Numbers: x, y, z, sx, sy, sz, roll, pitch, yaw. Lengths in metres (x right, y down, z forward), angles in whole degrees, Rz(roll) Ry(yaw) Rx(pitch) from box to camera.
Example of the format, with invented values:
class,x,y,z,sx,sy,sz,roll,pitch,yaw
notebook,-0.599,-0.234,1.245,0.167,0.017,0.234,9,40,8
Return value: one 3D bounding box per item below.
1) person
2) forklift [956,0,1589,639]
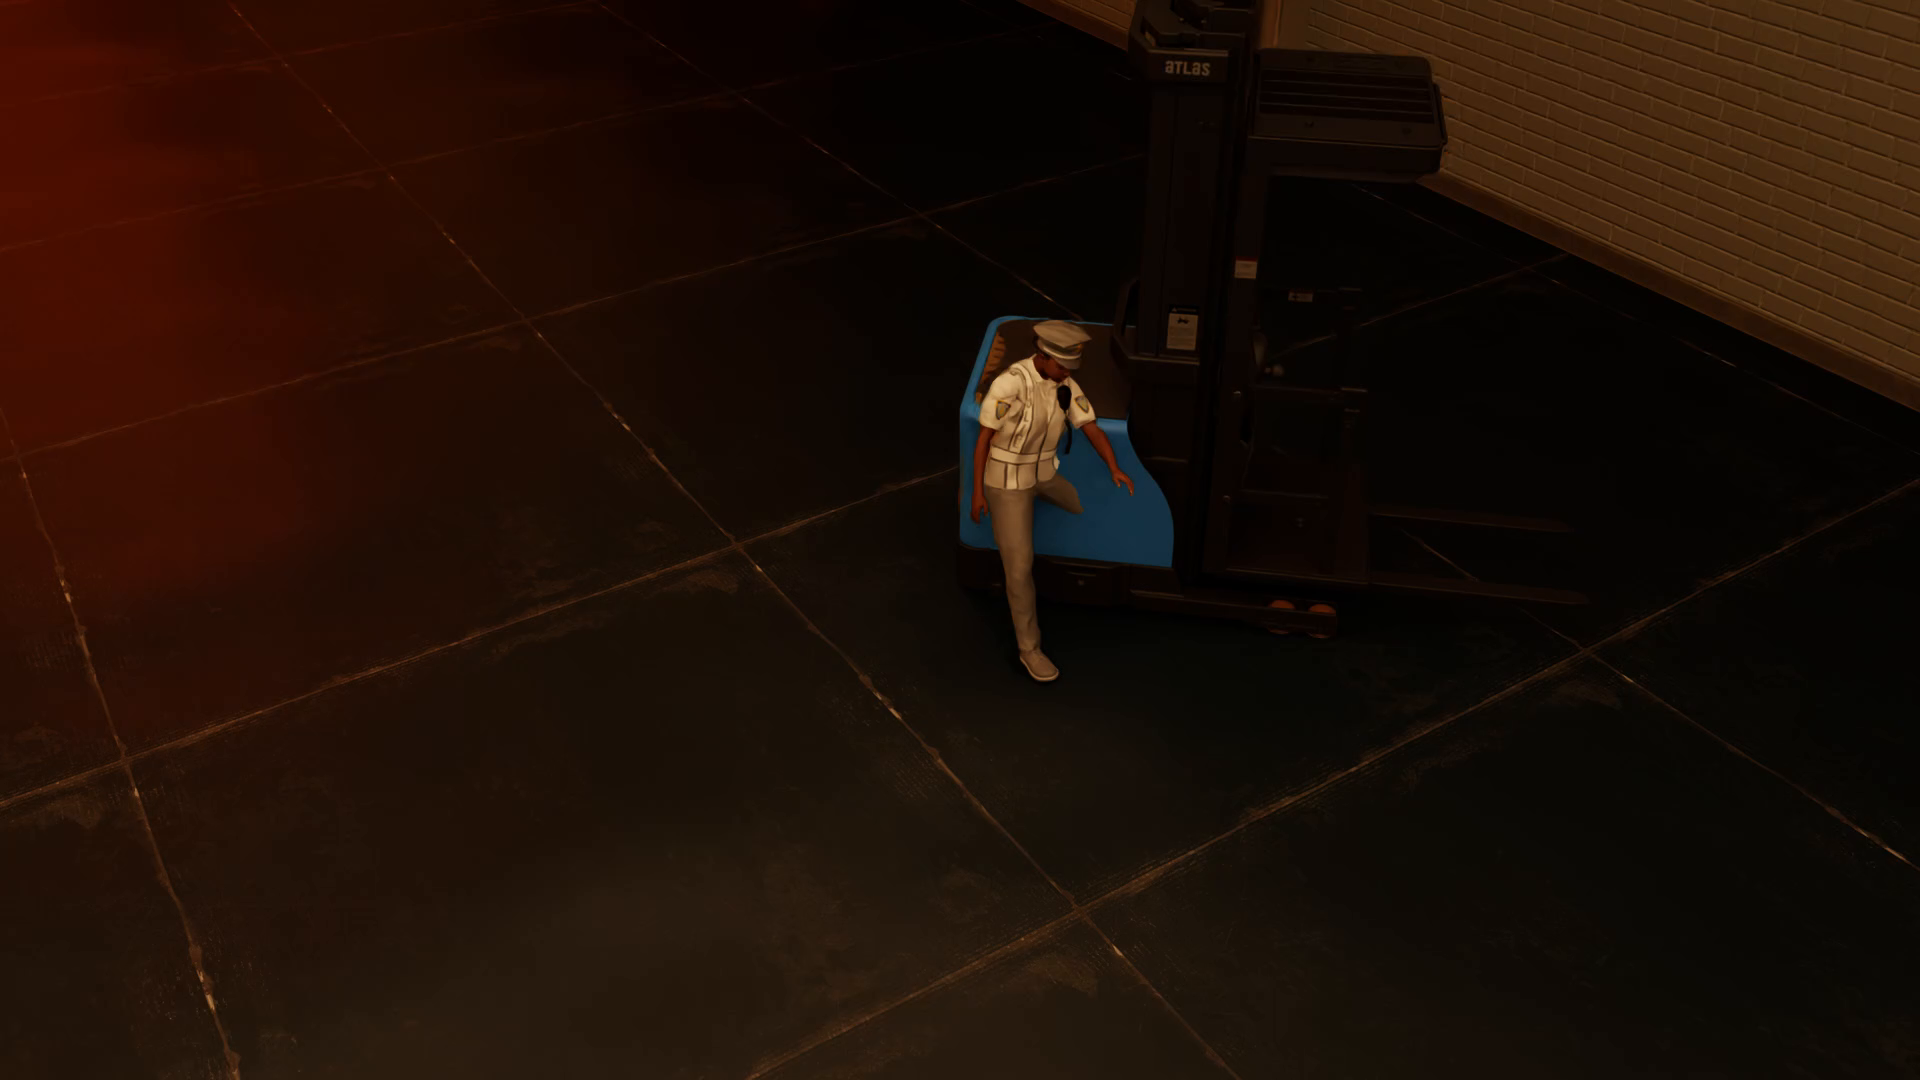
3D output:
class,x,y,z,sx,sy,sz,roll,pitch,yaw
person,0.437,-0.241,7.687,0.824,1.532,0.865,-25,42,-31
forklift,1.549,-1.055,7.649,3.031,2.935,1.130,6,36,8
